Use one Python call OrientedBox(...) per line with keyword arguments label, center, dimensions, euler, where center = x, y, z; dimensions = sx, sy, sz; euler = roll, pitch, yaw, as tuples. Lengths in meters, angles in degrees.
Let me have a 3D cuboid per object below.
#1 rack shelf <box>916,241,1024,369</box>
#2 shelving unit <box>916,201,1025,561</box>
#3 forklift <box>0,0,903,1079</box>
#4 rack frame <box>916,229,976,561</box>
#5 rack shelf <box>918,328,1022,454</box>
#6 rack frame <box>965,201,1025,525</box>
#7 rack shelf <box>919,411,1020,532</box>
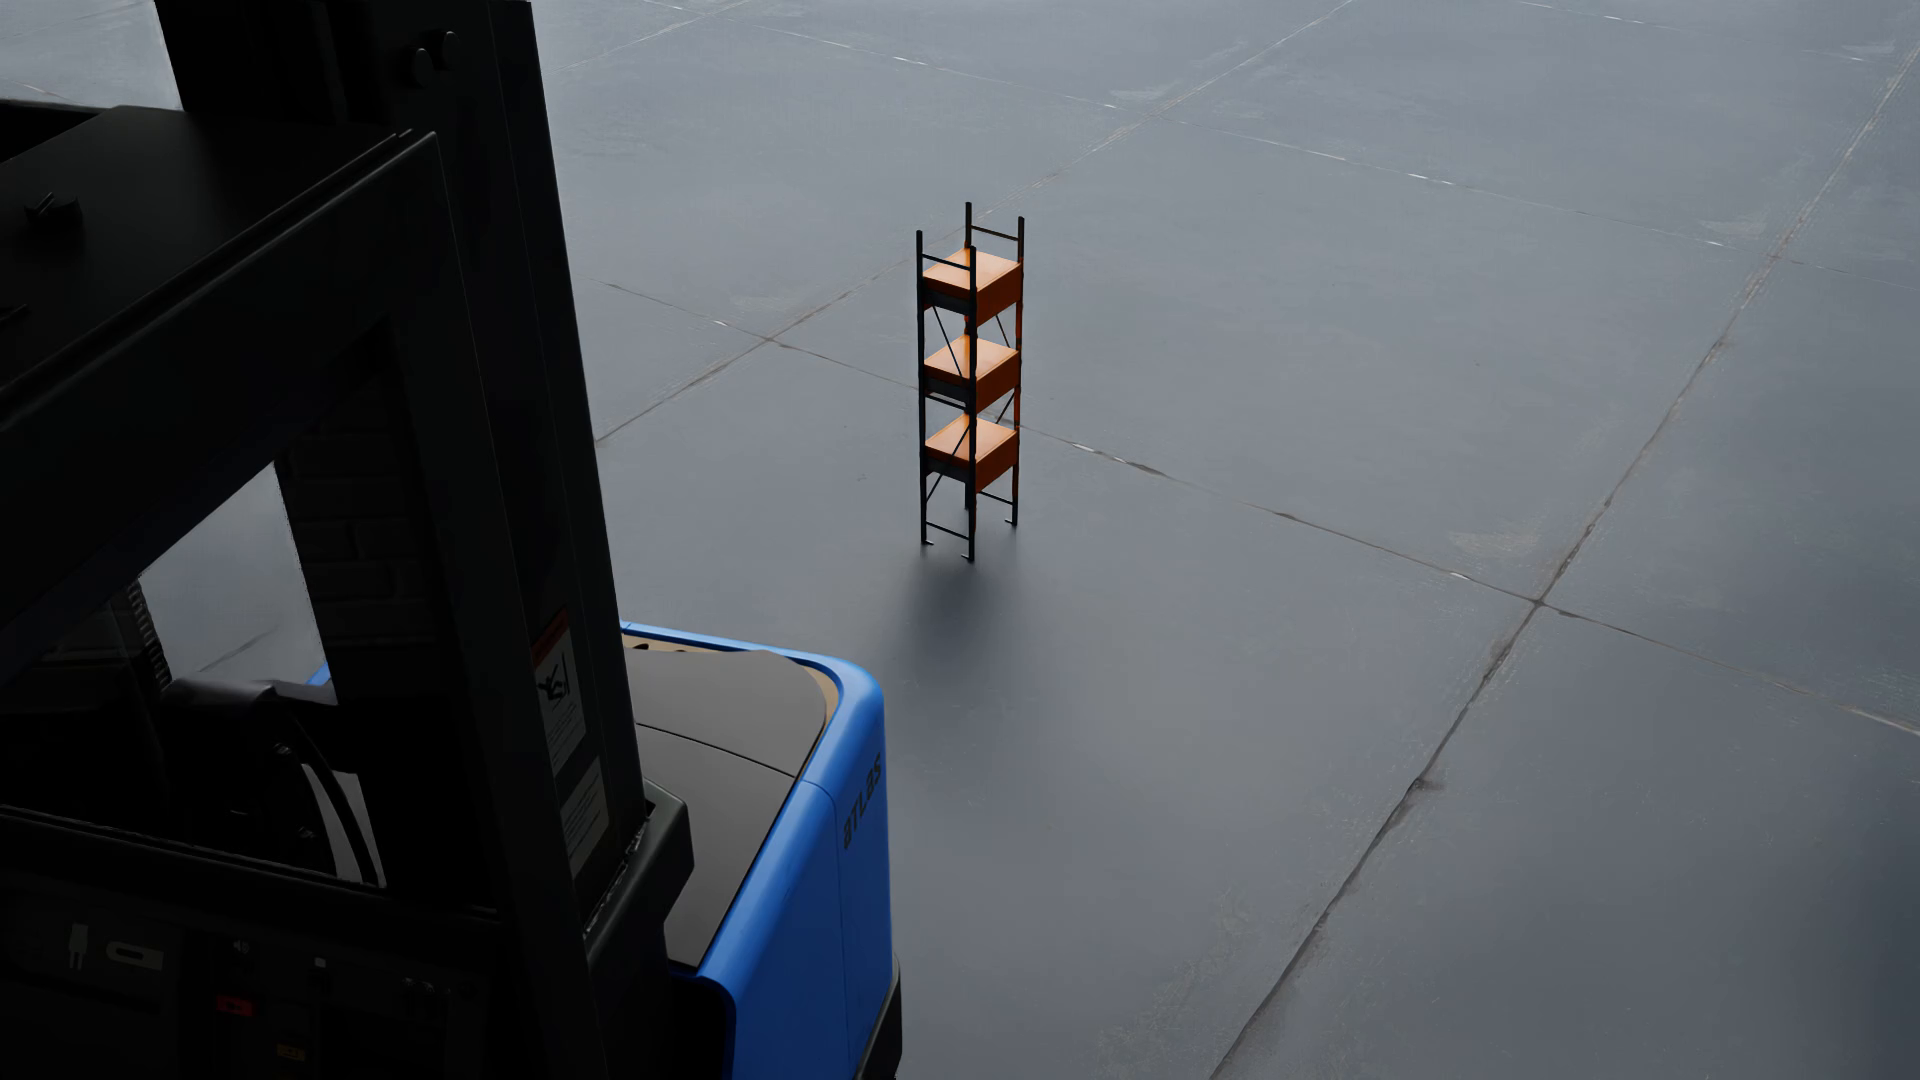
OrientedBox(label="rack shelf", center=(0.031, -0.686, 4.839), dimensions=(0.215, 0.259, 0.240), euler=(21, 39, 28))
OrientedBox(label="shelving unit", center=(0.031, -0.460, 4.992), dimensions=(0.215, 1.050, 0.252), euler=(21, 39, 28))
OrientedBox(label="forklift", center=(-1.001, 0.624, 1.711), dimensions=(1.130, 2.935, 3.031), euler=(9, 35, 13))
OrientedBox(label="rack frame", center=(-0.039, -0.403, 4.909), dimensions=(0.200, 1.050, 0.008), euler=(21, 39, 28))
OrientedBox(label="rack shelf", center=(0.031, -0.451, 4.998), dimensions=(0.215, 0.259, 0.240), euler=(21, 39, 28))
OrientedBox(label="rack frame", center=(0.100, -0.516, 5.075), dimensions=(0.200, 1.050, 0.008), euler=(21, 39, 28))
OrientedBox(label="rack shelf", center=(0.031, -0.221, 5.154), dimensions=(0.215, 0.259, 0.240), euler=(21, 39, 28))
